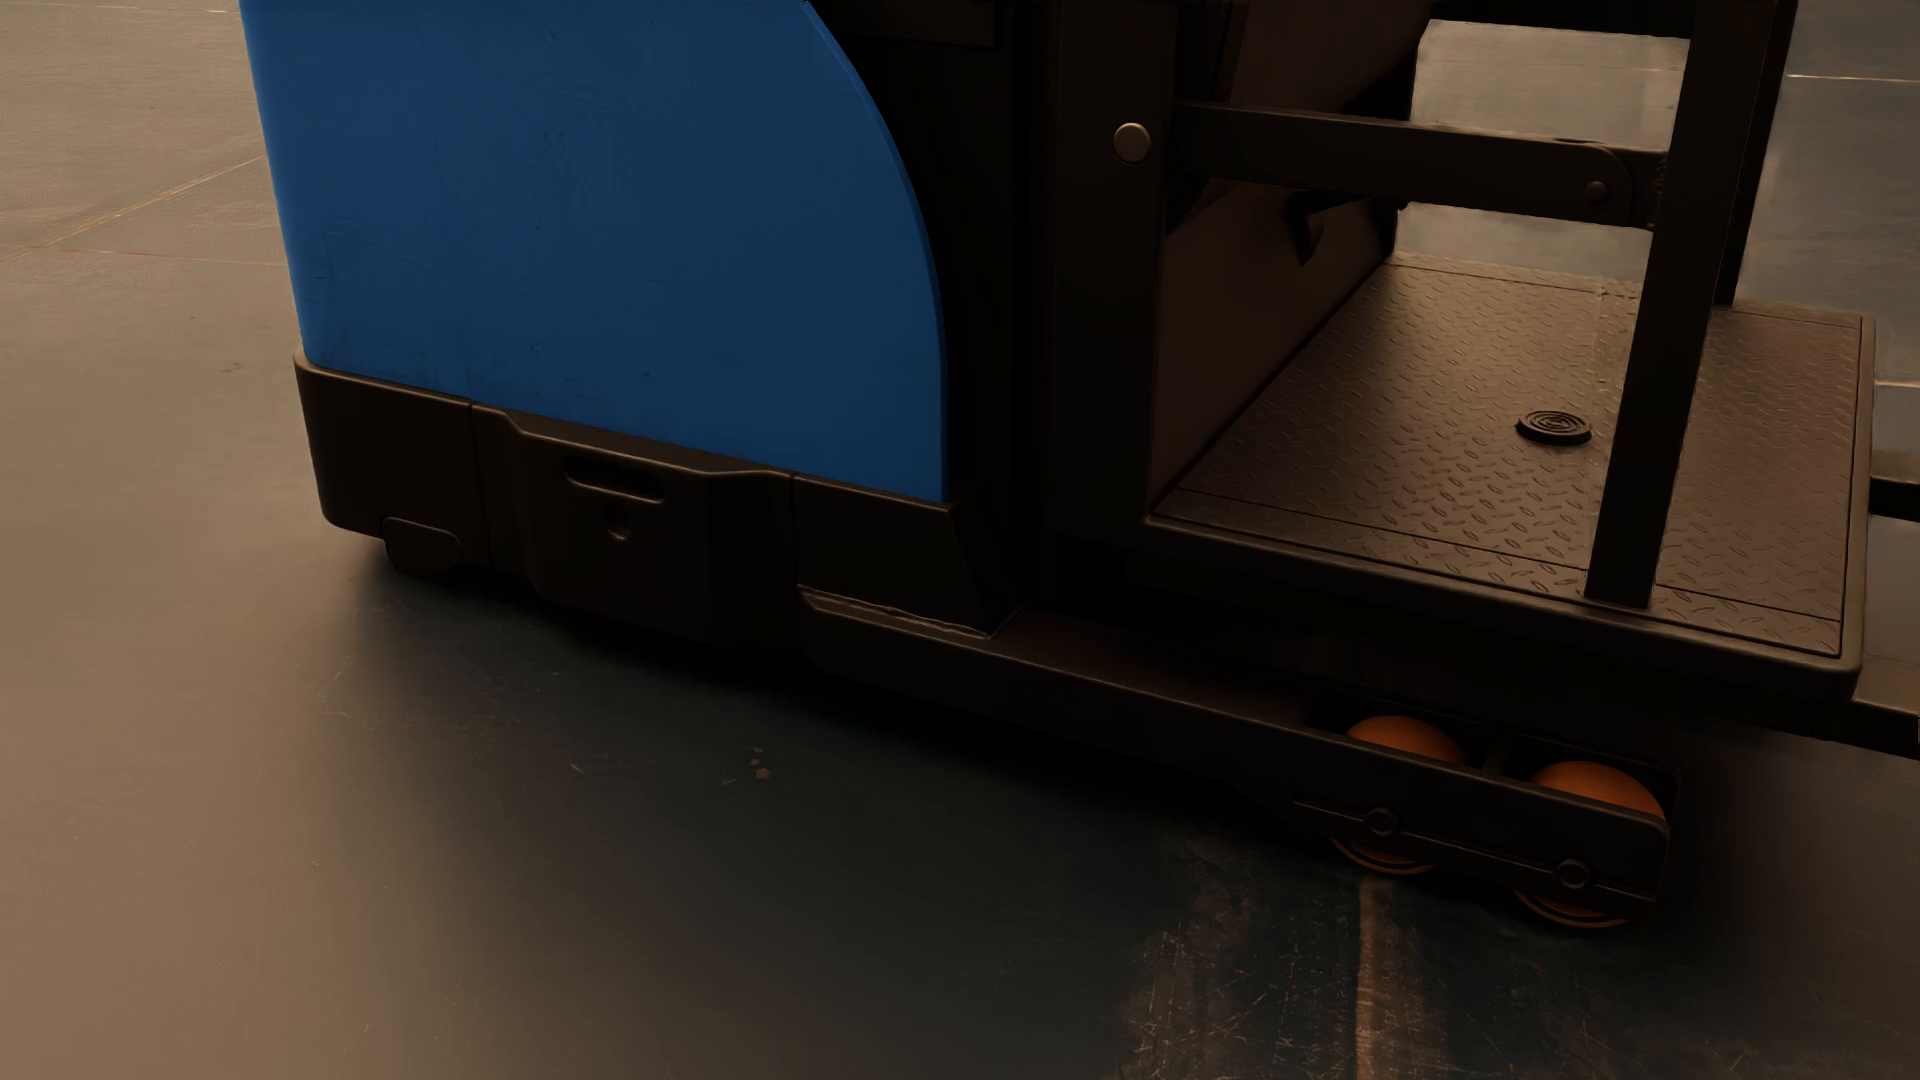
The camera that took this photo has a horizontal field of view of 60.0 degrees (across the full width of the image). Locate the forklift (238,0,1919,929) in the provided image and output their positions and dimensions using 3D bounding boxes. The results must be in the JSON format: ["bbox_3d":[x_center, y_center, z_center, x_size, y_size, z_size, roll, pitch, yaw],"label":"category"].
[{"bbox_3d":[0.615,-1.184,1.594,3.031,2.935,1.130,13,29,24],"label":"forklift"}]
